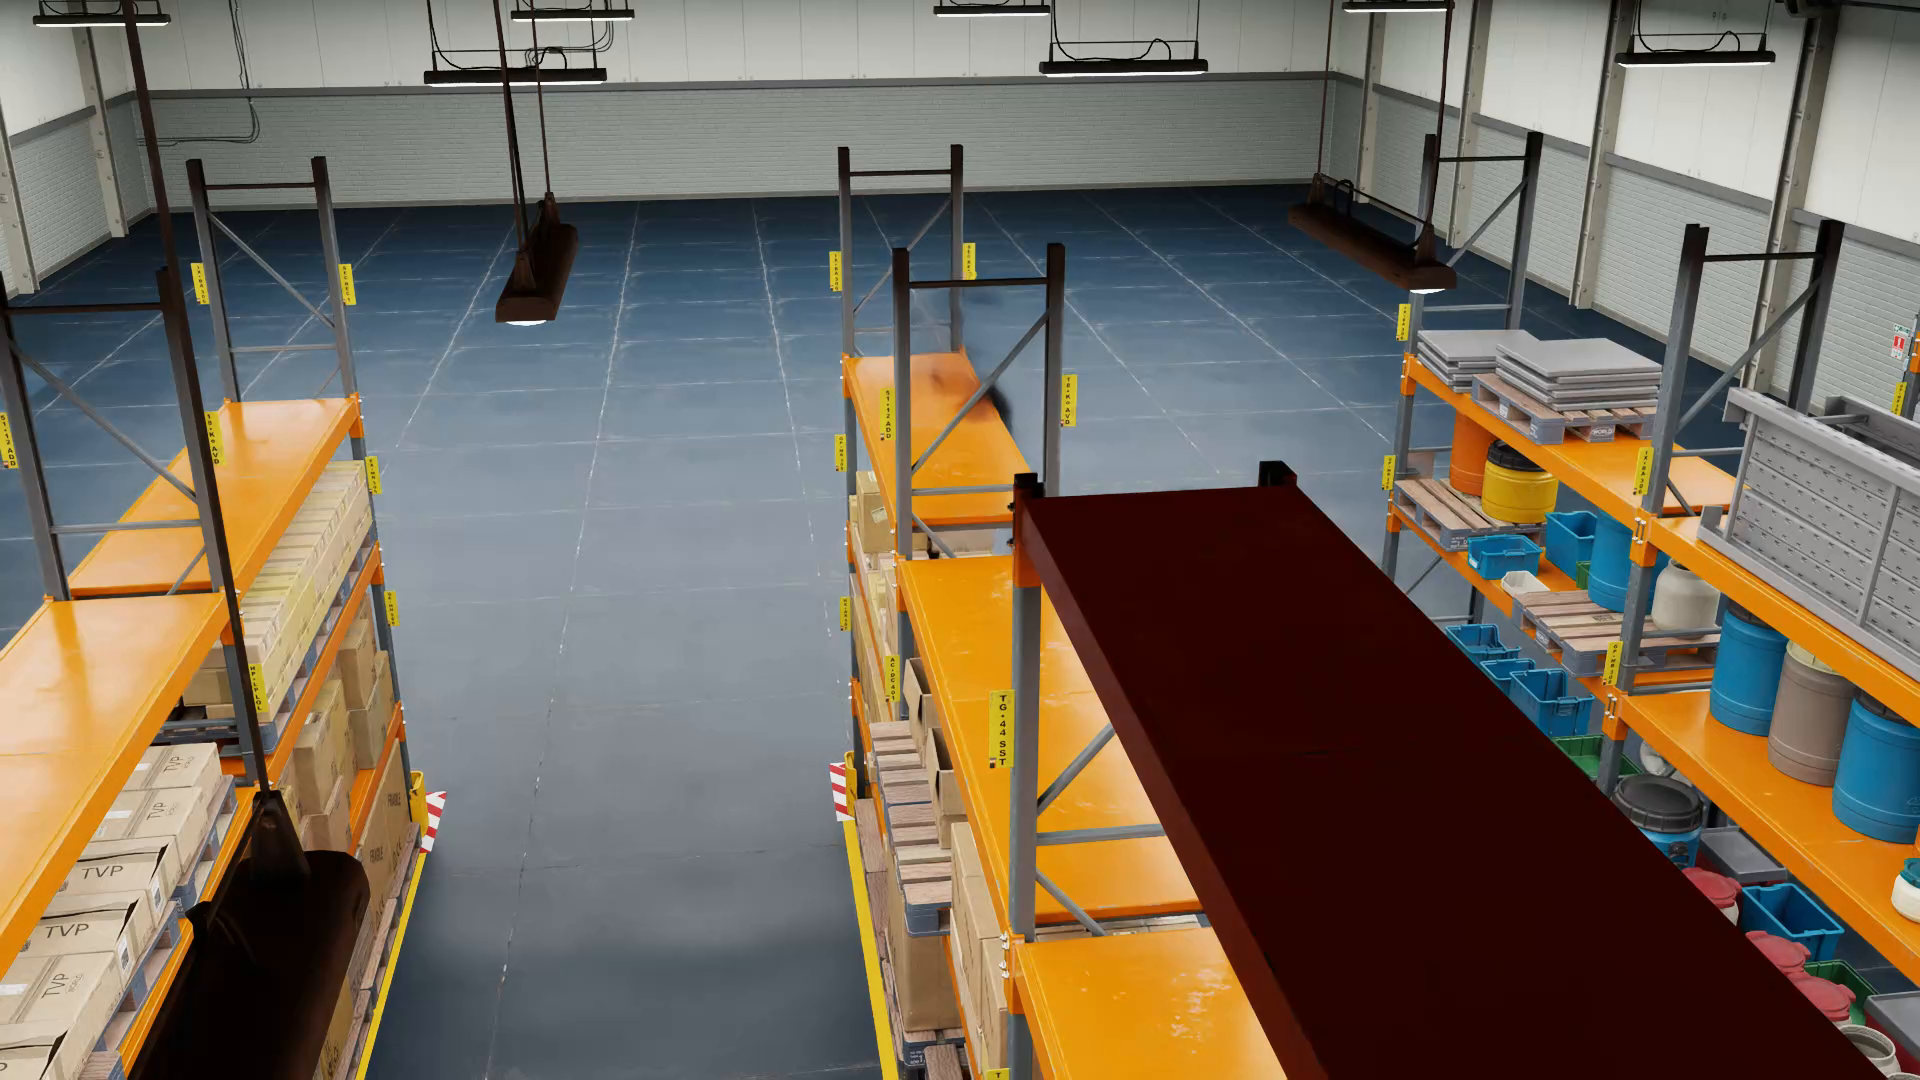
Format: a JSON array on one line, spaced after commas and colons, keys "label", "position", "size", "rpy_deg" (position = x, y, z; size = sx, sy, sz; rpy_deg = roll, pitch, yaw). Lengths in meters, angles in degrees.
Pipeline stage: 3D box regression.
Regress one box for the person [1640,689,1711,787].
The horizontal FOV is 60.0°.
[{"label": "person", "position": [6.499, 1.706, 15.105], "size": [0.591, 1.638, 0.576], "rpy_deg": [-7, 23, -18]}]
